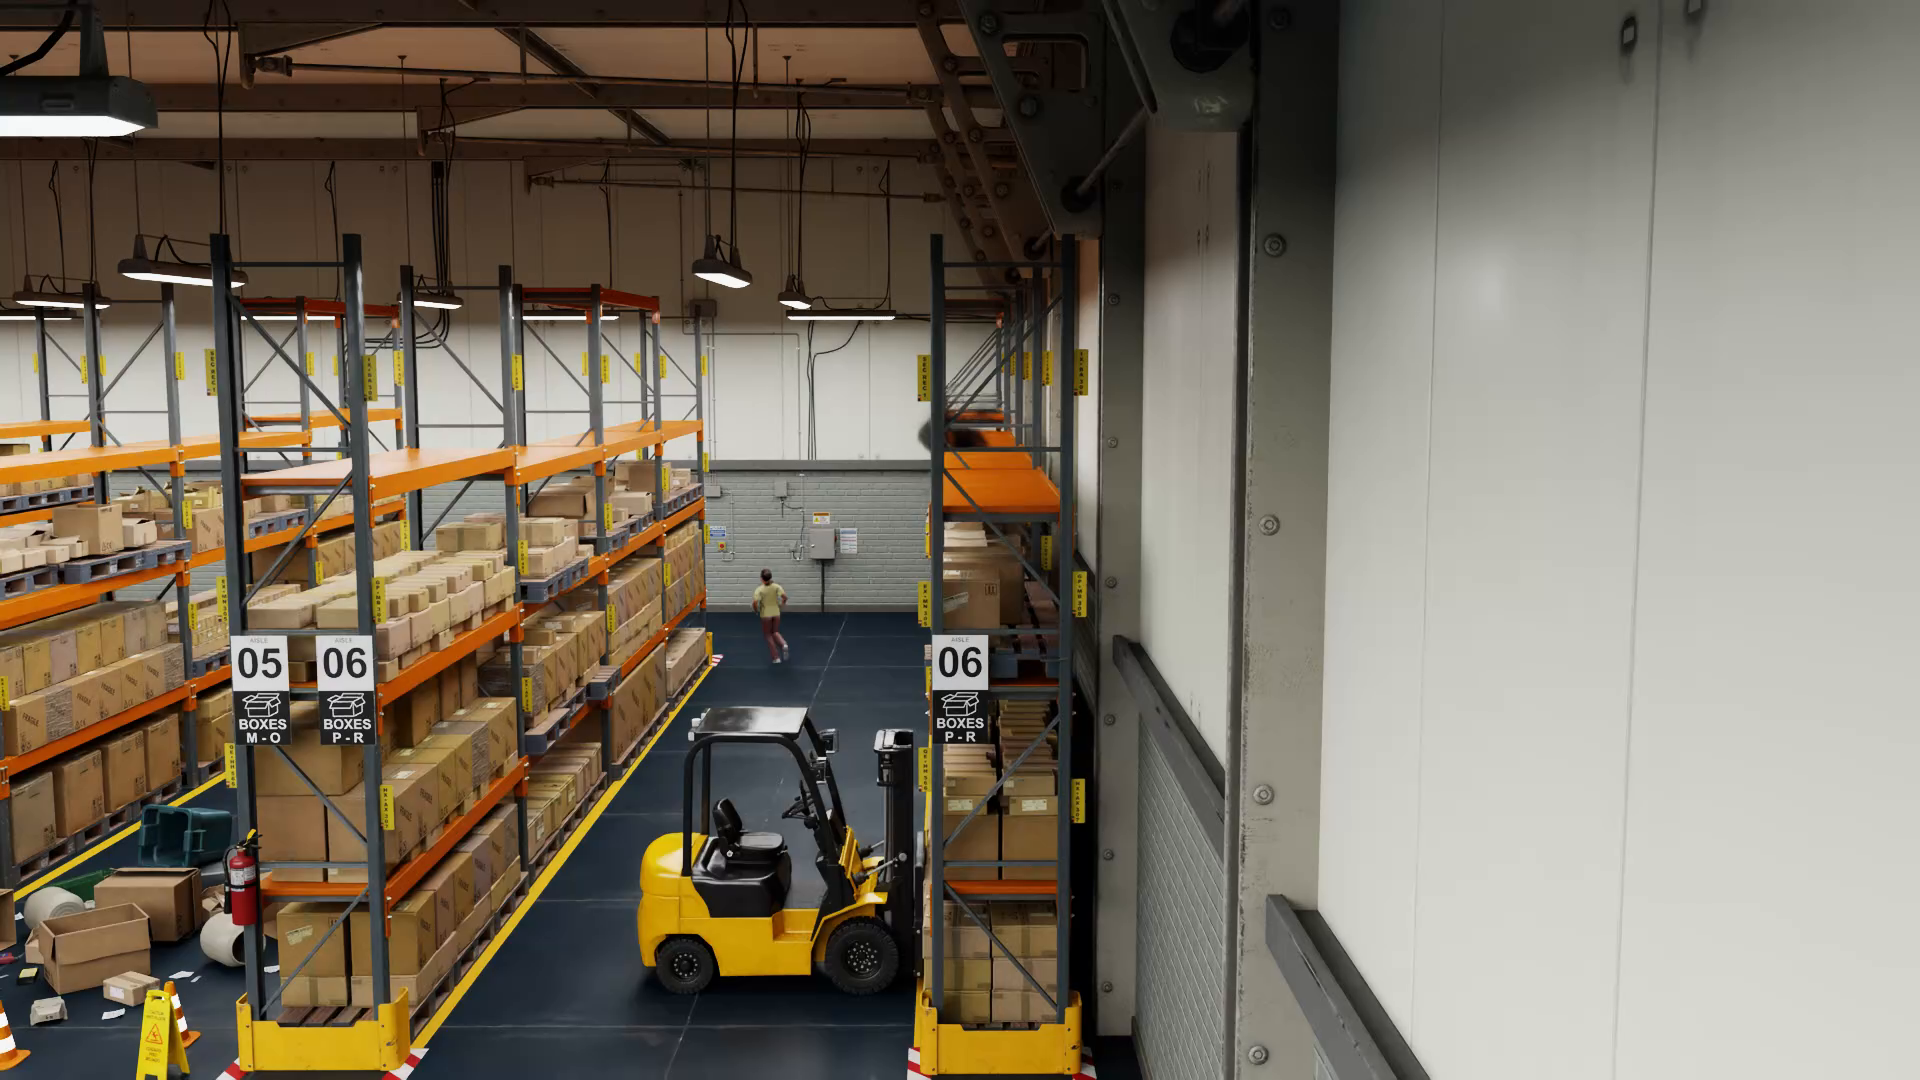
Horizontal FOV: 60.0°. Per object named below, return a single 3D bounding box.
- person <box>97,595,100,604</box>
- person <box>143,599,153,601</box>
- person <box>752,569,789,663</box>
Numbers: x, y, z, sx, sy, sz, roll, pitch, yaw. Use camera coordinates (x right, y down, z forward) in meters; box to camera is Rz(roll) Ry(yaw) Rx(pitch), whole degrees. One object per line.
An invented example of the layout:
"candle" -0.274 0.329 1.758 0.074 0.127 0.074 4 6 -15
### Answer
"person" -12.824 1.621 24.876 0.571 1.615 0.547 -1 6 -12
"person" -11.526 1.698 23.789 0.652 1.738 0.870 1 6 11
"person" -3.203 1.297 27.882 0.591 1.643 0.536 -4 7 -32
